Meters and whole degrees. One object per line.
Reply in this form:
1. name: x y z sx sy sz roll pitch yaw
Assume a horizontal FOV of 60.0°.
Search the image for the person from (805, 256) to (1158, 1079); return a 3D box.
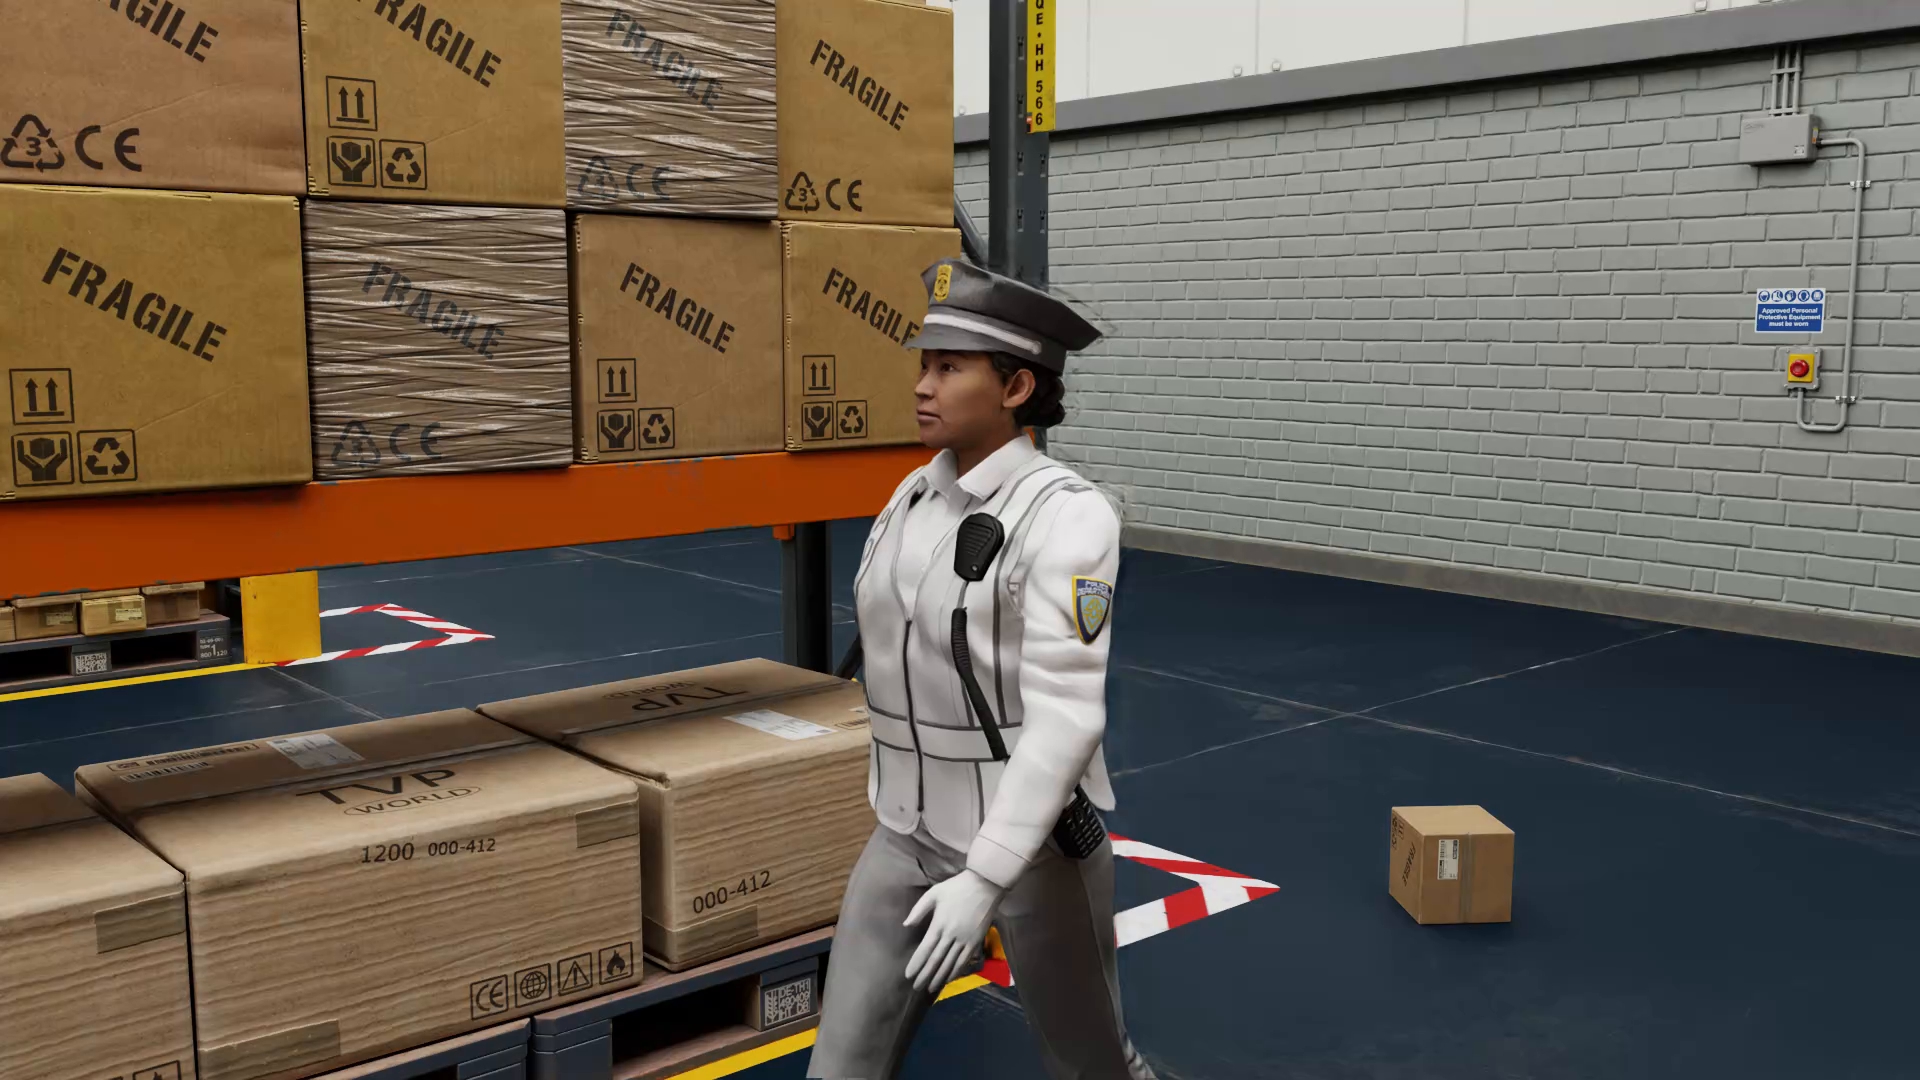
1. person: -0.010 0.424 2.357 0.990 1.631 0.500 -7 11 -44
